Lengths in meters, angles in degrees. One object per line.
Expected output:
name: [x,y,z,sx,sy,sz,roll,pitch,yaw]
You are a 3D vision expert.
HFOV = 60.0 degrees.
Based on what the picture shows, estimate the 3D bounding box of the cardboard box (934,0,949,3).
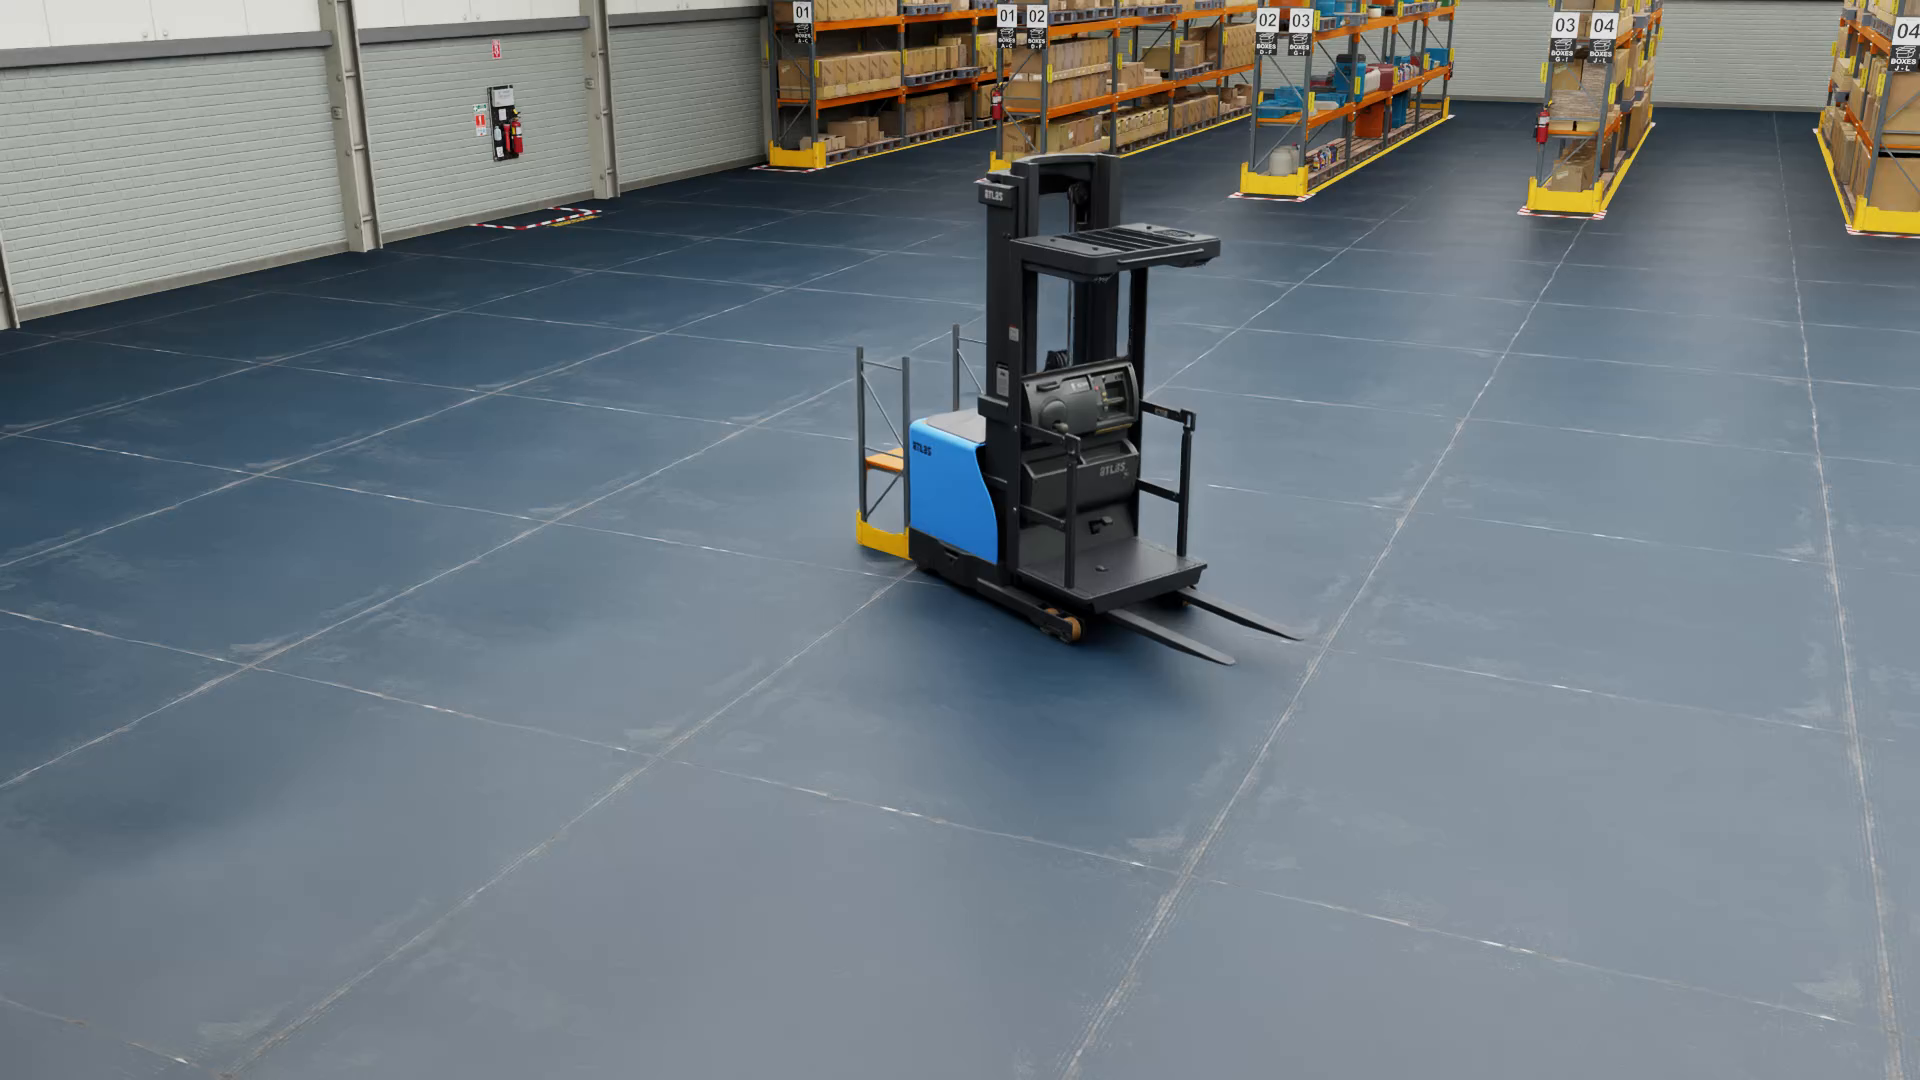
cardboard box: [-0.686,-12.567,38.669,0.797,0.503,0.637,12,23,30]

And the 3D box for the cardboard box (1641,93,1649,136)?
cardboard box: [14.880,-9.662,37.703,1.225,0.875,0.875,9,21,23]

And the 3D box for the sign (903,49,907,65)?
sign: [-1.210,-10.592,36.485,0.100,0.325,0.005,9,21,23]

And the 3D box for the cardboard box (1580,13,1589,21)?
cardboard box: [10.253,-8.716,27.654,0.380,0.149,0.250,8,21,21]

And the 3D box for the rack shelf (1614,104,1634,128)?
rack shelf: [12.667,-8.490,32.939,1.077,0.370,4.000,9,21,23]

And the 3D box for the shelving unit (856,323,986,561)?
shelving unit: [-0.198,-0.754,12.350,0.587,1.500,1.083,17,26,39]

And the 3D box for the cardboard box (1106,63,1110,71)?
cardboard box: [2.896,-9.818,34.482,0.380,0.149,0.250,9,21,23]

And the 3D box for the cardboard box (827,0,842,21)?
cardboard box: [-2.729,-10.731,33.510,0.500,0.500,0.500,10,22,26]

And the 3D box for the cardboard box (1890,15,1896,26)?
cardboard box: [14.521,-7.971,25.529,0.380,0.149,0.250,9,21,23]

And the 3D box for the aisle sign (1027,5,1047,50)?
aisle sign: [1.427,-9.518,30.876,0.394,0.787,0.004,9,21,23]

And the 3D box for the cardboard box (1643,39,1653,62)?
cardboard box: [15.762,-11.347,38.559,0.500,0.500,0.500,9,21,23]

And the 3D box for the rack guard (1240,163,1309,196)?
rack guard: [5.680,-6.526,30.074,1.175,0.500,0.348,9,21,23]

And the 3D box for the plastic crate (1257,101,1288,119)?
plastic crate: [5.624,-7.798,30.142,0.499,0.251,0.616,9,21,23]

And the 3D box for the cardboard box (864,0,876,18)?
cardboard box: [-2.101,-11.211,34.859,0.500,0.500,0.500,8,21,21]

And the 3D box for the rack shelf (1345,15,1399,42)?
rack shelf: [8.149,-10.583,34.347,1.077,0.370,4.000,9,21,23]

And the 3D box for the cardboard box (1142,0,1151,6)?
cardboard box: [3.873,-11.859,36.458,0.500,0.250,0.500,8,21,22]

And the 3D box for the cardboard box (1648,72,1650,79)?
cardboard box: [15.974,-10.909,39.043,0.380,0.149,0.250,8,21,22]

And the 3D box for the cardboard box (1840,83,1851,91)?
cardboard box: [17.753,-9.022,33.110,0.380,0.149,0.250,9,21,24]

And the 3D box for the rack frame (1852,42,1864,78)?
rack frame: [17.970,-8.729,32.537,1.000,3.000,0.127,9,21,23]

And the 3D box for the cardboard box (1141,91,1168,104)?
cardboard box: [4.638,-10.520,39.527,0.500,0.250,0.500,9,22,25]

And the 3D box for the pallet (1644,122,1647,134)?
pallet: [16.005,-9.945,40.119,1.003,0.211,1.213,9,21,23]

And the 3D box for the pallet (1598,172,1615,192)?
pallet: [11.606,-6.694,30.975,1.003,0.211,1.213,9,21,23]

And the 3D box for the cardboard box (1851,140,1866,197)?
cardboard box: [15.645,-6.244,28.094,0.875,0.875,0.875,9,21,23]

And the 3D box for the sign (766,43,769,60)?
sign: [-3.845,-9.811,33.378,0.100,0.325,0.005,9,21,23]

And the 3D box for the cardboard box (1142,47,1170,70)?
cardboard box: [4.605,-11.254,38.860,0.700,0.500,0.500,2,20,4]

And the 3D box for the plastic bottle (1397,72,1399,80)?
plastic bottle: [9.851,-10.432,37.517,0.097,0.271,0.097,0,20,0]

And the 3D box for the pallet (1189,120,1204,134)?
pallet: [5.291,-10.082,40.502,1.003,0.211,1.213,9,21,23]

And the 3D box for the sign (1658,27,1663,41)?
sign: [17.252,-12.464,40.959,0.100,0.325,0.005,9,21,23]

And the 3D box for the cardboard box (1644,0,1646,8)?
cardboard box: [13.519,-10.956,33.428,0.500,0.500,0.500,9,22,24]

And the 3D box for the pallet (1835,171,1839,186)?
pallet: [17.077,-6.813,31.311,1.003,0.211,1.213,9,21,23]

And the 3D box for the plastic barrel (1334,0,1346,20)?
plastic barrel: [7.340,-10.732,32.944,0.600,0.901,0.708,9,21,23]

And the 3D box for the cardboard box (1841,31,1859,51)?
cardboard box: [19.761,-10.950,36.696,0.500,0.500,0.500,8,21,21]

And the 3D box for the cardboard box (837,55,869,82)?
cardboard box: [-2.248,-9.897,34.896,0.500,0.500,0.500,9,22,24]

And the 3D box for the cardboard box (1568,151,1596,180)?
cardboard box: [11.238,-6.744,30.060,0.500,0.500,0.500,7,21,18]

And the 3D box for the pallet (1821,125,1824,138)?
pallet: [20.850,-9.594,39.131,1.003,0.211,1.213,9,21,23]

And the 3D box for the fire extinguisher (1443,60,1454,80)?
fire extinguisher: [12.720,-12.337,43.355,0.296,0.674,0.183,9,21,23]

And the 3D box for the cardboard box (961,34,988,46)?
cardboard box: [0.362,-12.142,40.391,0.500,0.250,0.500,9,22,24]

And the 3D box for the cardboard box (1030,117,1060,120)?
cardboard box: [1.724,-8.276,33.621,0.500,0.500,0.500,9,21,23]

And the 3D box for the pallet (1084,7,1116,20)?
pallet: [2.487,-10.685,33.693,1.003,0.211,1.213,9,21,23]

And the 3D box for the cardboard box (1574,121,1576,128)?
cardboard box: [10.242,-7.068,28.242,0.380,0.149,0.250,9,21,23]

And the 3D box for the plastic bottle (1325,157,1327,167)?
plastic bottle: [7.025,-7.303,32.048,0.097,0.201,0.097,0,20,0]

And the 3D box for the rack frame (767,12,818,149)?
rack frame: [-3.347,-9.034,33.394,1.000,3.000,0.127,9,21,23]

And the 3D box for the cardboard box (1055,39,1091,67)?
cardboard box: [2.225,-9.792,33.441,0.700,0.500,0.500,9,21,23]

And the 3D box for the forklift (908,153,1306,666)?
forklift: [0.924,-0.910,10.653,1.130,2.935,3.031,-14,24,-35]

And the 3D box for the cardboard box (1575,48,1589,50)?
cardboard box: [11.432,-8.773,30.576,0.500,0.500,0.500,9,21,23]

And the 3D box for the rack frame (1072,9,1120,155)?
rack frame: [2.812,-9.578,34.924,1.000,3.000,0.127,9,21,23]

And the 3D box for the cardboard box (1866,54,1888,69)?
cardboard box: [17.363,-8.799,31.093,0.700,0.500,0.500,8,21,22]

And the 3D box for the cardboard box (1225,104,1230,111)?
cardboard box: [6.802,-11.260,43.227,0.380,0.166,0.250,9,21,23]

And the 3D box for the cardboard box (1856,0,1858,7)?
cardboard box: [19.352,-11.509,35.102,0.700,0.500,0.500,9,21,23]

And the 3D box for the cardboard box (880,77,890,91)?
cardboard box: [-1.838,-9.858,35.905,0.500,0.250,0.500,9,21,23]

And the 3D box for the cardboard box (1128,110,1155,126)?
cardboard box: [4.044,-9.460,37.232,0.500,0.311,0.500,8,21,22]

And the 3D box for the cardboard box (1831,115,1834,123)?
cardboard box: [19.680,-9.392,37.141,0.380,0.149,0.250,8,21,22]
